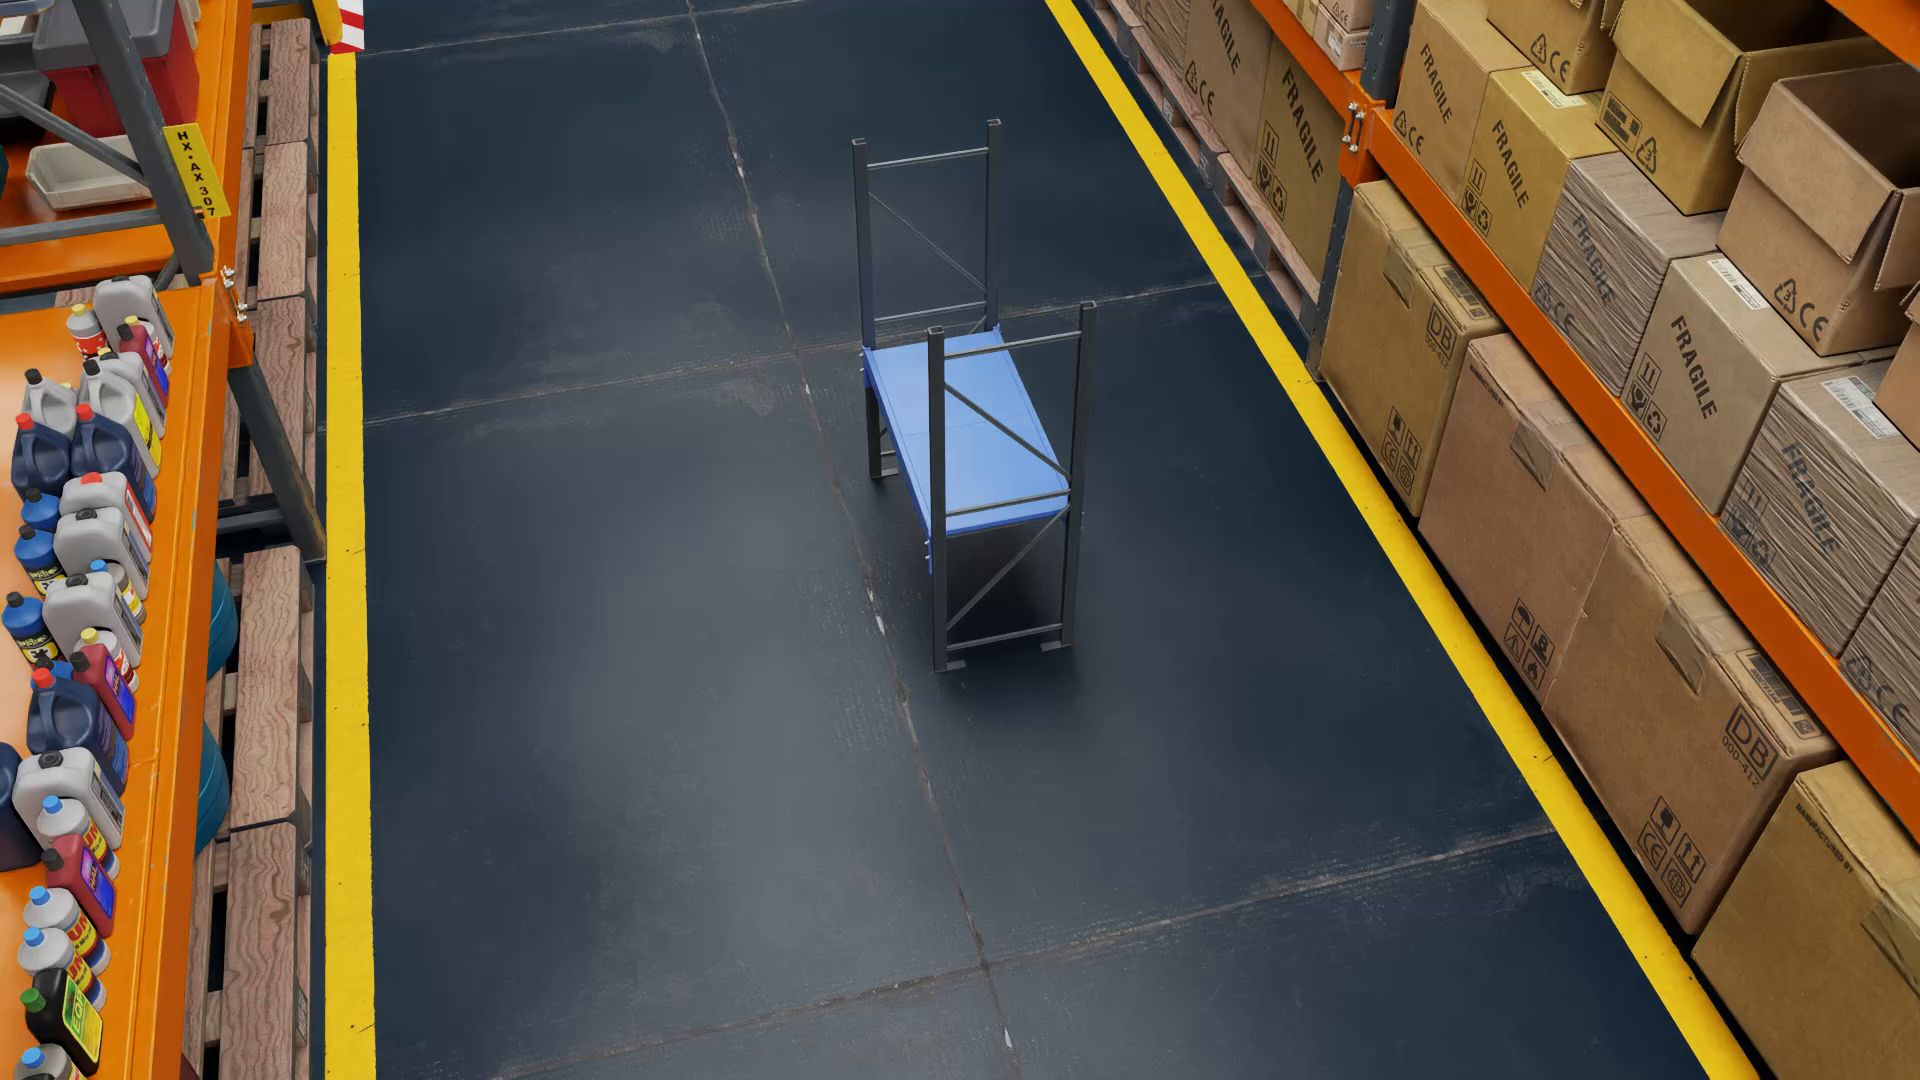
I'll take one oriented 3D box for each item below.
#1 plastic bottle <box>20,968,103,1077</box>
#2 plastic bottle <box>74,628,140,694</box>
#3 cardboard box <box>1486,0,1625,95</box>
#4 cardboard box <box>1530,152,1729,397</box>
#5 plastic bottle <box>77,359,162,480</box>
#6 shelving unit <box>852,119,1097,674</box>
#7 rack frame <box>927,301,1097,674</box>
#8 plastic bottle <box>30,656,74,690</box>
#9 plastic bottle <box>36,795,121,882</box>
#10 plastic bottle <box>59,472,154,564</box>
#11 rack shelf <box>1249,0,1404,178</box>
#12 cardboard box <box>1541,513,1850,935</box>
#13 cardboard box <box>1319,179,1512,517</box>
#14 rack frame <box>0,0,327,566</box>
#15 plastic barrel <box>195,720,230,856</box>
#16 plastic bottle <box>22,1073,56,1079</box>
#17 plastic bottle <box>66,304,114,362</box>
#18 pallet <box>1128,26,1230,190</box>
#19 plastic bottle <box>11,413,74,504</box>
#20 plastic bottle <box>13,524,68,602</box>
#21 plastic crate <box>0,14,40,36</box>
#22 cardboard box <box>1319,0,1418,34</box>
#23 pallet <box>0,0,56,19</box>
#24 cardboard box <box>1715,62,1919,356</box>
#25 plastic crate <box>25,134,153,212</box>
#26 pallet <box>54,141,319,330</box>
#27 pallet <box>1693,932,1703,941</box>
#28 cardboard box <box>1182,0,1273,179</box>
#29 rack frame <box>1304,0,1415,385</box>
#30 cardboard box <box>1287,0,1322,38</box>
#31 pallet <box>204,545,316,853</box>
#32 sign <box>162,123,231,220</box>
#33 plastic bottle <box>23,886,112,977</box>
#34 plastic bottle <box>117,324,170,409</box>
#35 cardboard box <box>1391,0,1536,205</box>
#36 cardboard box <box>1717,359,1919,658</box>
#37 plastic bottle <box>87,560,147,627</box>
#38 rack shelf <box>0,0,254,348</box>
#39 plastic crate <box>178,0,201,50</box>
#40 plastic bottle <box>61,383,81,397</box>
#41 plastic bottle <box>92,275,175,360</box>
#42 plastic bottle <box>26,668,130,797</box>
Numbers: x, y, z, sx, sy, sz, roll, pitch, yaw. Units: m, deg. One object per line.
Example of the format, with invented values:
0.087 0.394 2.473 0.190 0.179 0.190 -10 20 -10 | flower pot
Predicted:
-1.789 0.945 3.305 0.061 0.283 0.133 -11 47 -10 | plastic bottle
-2.061 0.291 4.004 0.097 0.201 0.097 0 46 0 | plastic bottle
2.112 -1.772 5.114 0.797 0.503 0.637 -12 47 -11 | cardboard box
2.074 -0.805 4.869 0.500 0.500 0.500 -12 47 -11 | cardboard box
-2.296 -0.328 4.506 0.144 0.351 0.185 -11 47 -10 | plastic bottle
0.022 -0.466 5.657 0.538 1.500 1.048 -11 47 -10 | shelving unit
0.152 -0.115 5.313 0.500 1.500 0.032 -11 47 -10 | rack frame
-2.086 0.370 3.878 0.097 0.271 0.097 0 46 0 | plastic bottle
-1.920 0.646 3.606 0.097 0.271 0.097 0 46 0 | plastic bottle
-2.211 -0.063 4.299 0.152 0.276 0.135 -11 47 -10 | plastic bottle
1.429 -2.955 7.549 1.077 0.370 4.000 -11 47 -10 | rack shelf
2.587 0.436 4.917 1.225 0.875 0.875 -11 47 -10 | cardboard box
2.124 -0.791 6.118 1.225 0.875 0.875 -11 47 -10 | cardboard box
-2.847 -0.920 5.051 1.000 3.000 0.127 -11 47 -10 | rack frame
-2.543 0.535 4.801 0.600 0.901 0.708 -11 47 -10 | plastic barrel
-1.730 1.104 3.149 0.061 0.283 0.133 -11 47 -10 | plastic bottle
-2.550 -0.602 4.879 0.097 0.201 0.097 0 46 0 | plastic bottle
1.506 -2.233 8.290 1.003 0.211 1.213 -11 47 -10 | pallet
-2.388 -0.174 4.355 0.144 0.351 0.185 -11 47 -10 | plastic bottle
-2.293 0.067 4.174 0.097 0.271 0.097 0 46 0 | plastic bottle
-3.584 -1.996 6.249 0.293 0.136 0.466 -11 47 -10 | plastic crate
1.574 -2.134 6.138 0.500 0.250 0.500 -12 47 -11 | cardboard box
-2.552 -1.381 3.535 1.213 0.211 1.003 -11 47 -10 | pallet
2.451 -0.870 4.230 0.797 0.503 0.637 -9 46 -9 | cardboard box
-2.828 -1.196 5.465 0.396 0.136 0.243 -11 47 -10 | plastic crate
-3.389 -1.289 7.365 1.003 0.211 1.213 -11 47 -10 | pallet
2.836 1.354 4.775 1.003 0.211 1.213 -11 47 -10 | pallet
1.619 -2.321 7.618 0.875 0.875 0.875 -11 47 -10 | cardboard box
1.941 -1.826 5.939 1.000 3.000 0.127 -11 47 -10 | rack frame
1.480 -2.066 6.351 0.380 0.149 0.250 -10 46 -10 | cardboard box
-2.690 0.596 5.518 1.003 0.211 1.213 -11 47 -10 | pallet
-2.315 -1.116 5.050 0.100 0.325 0.005 -11 47 -10 | sign
-1.861 0.806 3.450 0.097 0.271 0.097 0 46 0 | plastic bottle
-2.330 -0.515 4.736 0.061 0.283 0.133 -11 47 -10 | plastic bottle
1.817 -1.497 5.547 0.500 0.500 0.500 -11 47 -10 | cardboard box
2.341 -0.098 4.175 0.500 0.500 0.500 -12 47 -12 | cardboard box
-2.121 0.131 4.161 0.097 0.201 0.097 0 46 0 | plastic bottle
-3.359 -2.049 6.662 1.077 0.370 4.000 -11 47 -10 | rack shelf
-3.060 -1.988 6.139 0.437 0.282 0.530 -11 47 -10 | plastic crate
-2.456 -0.350 4.632 0.097 0.201 0.097 0 46 0 | plastic bottle
-2.434 -0.664 4.887 0.152 0.276 0.135 -11 47 -10 | plastic bottle
-2.014 0.432 3.760 0.144 0.351 0.185 -11 47 -10 | plastic bottle
